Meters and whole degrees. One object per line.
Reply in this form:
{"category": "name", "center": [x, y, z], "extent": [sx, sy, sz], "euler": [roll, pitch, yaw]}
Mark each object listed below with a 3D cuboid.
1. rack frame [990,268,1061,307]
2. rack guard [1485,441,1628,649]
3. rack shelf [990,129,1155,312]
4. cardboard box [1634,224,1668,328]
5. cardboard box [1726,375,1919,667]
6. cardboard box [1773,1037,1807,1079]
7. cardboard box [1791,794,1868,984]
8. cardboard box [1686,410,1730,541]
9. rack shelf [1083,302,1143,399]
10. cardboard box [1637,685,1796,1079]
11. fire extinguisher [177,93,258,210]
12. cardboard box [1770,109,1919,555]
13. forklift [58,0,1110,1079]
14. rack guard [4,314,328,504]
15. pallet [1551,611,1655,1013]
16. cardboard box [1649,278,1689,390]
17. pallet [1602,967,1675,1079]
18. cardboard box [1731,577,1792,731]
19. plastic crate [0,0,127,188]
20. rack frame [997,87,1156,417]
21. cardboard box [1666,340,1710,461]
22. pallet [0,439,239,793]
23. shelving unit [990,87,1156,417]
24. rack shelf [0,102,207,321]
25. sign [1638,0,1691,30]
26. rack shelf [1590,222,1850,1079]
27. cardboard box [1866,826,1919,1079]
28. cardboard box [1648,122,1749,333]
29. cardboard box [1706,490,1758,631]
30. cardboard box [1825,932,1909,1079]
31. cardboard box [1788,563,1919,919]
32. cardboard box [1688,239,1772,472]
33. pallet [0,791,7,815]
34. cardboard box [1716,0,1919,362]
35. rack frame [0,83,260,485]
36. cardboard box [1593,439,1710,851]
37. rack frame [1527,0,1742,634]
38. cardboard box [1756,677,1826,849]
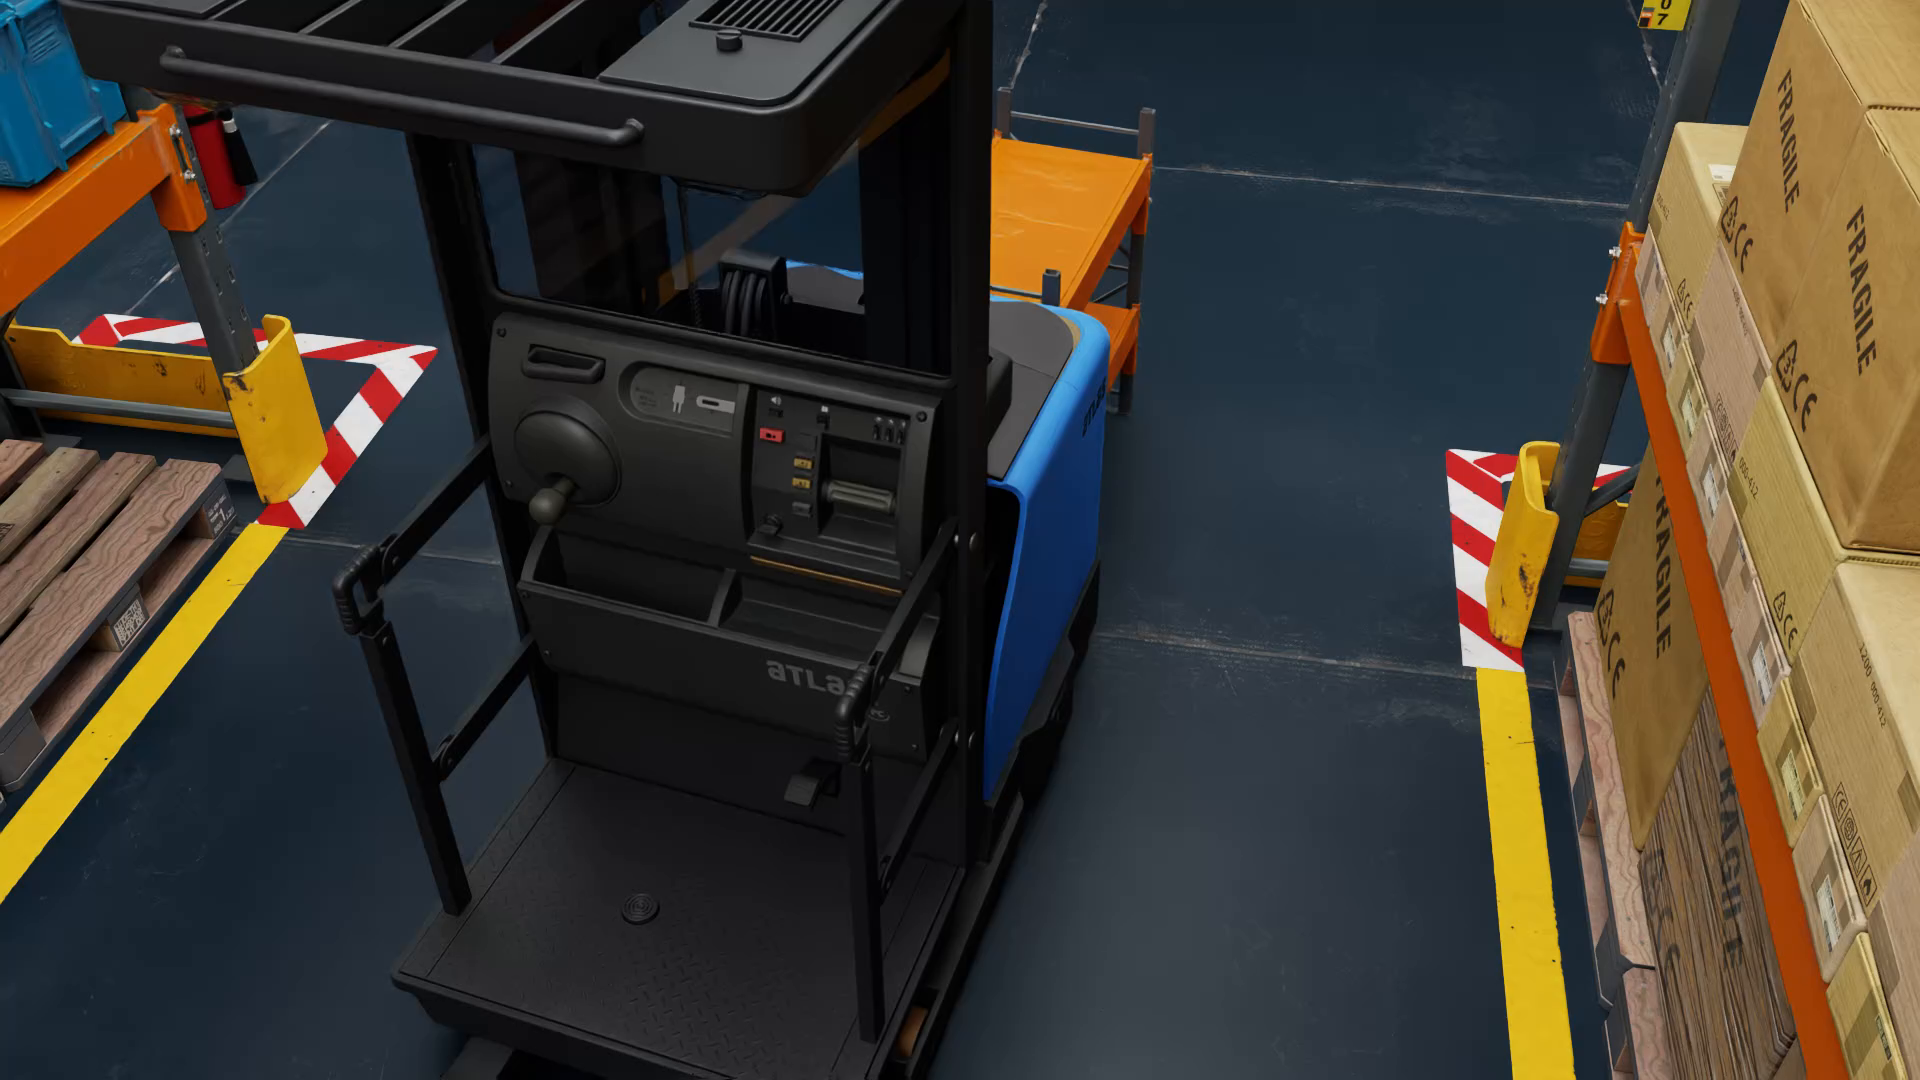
{"category": "rack frame", "center": [0.023, -0.312, 4.744], "extent": [0.500, 1.125, 0.032], "euler": [12, 41, 15]}
{"category": "rack guard", "center": [2.165, 0.072, 4.770], "extent": [1.175, 0.500, 0.348], "euler": [6, 40, 8]}
{"category": "rack shelf", "center": [0.190, -0.843, 4.928], "extent": [0.538, 0.278, 1.000], "euler": [12, 41, 15]}
{"category": "cardboard box", "center": [1.774, -0.593, 3.810], "extent": [0.380, 0.149, 0.250], "euler": [7, 40, 8]}
{"category": "cardboard box", "center": [1.638, -0.020, 2.804], "extent": [0.500, 0.250, 0.500], "euler": [5, 40, 6]}
{"category": "cardboard box", "center": [1.817, 1.321, 2.636], "extent": [0.875, 0.875, 0.875], "euler": [6, 40, 8]}
{"category": "cardboard box", "center": [1.466, 0.537, 2.443], "extent": [0.380, 0.149, 0.250], "euler": [7, 40, 8]}
{"category": "cardboard box", "center": [1.643, -0.107, 3.223], "extent": [0.380, 0.149, 0.250], "euler": [6, 40, 7]}
{"category": "rack shelf", "center": [0.190, -0.429, 5.270], "extent": [0.538, 0.278, 1.000], "euler": [12, 41, 15]}
{"category": "cardboard box", "center": [1.971, 0.763, 3.312], "extent": [0.875, 0.875, 0.875], "euler": [6, 40, 8]}
{"category": "fire extinguisher", "center": [-2.244, -1.293, 4.813], "extent": [0.296, 0.674, 0.183], "euler": [6, 40, 8]}
{"category": "cardboard box", "center": [1.641, -0.311, 2.568], "extent": [0.500, 0.500, 0.500], "euler": [5, 40, 6]}
{"category": "forklift", "center": [-0.562, -0.095, 3.064], "extent": [1.130, 2.935, 3.031], "euler": [12, 41, 15]}
{"category": "rack guard", "center": [-2.726, -0.475, 5.433], "extent": [1.175, 0.500, 0.348], "euler": [6, 40, 8]}
{"category": "pallet", "center": [2.099, 0.709, 4.227], "extent": [1.003, 0.211, 1.213], "euler": [6, 40, 8]}
{"category": "cardboard box", "center": [1.731, -0.432, 3.615], "extent": [0.380, 0.149, 0.250], "euler": [6, 40, 7]}
{"category": "pallet", "center": [1.886, 1.472, 3.303], "extent": [1.003, 0.211, 1.213], "euler": [6, 40, 8]}
{"category": "cardboard box", "center": [1.554, 0.214, 2.834], "extent": [0.380, 0.149, 0.250], "euler": [6, 40, 7]}
{"category": "plastic crate", "center": [-2.592, -1.228, 4.307], "extent": [0.616, 0.435, 0.499], "euler": [6, 40, 8]}
{"category": "rack frame", "center": [0.357, -0.924, 5.484], "extent": [0.500, 1.125, 0.032], "euler": [12, 41, 15]}
{"category": "cardboard box", "center": [1.687, -0.271, 3.421], "extent": [0.380, 0.149, 0.250], "euler": [6, 40, 7]}
{"category": "pallet", "center": [-2.899, 0.166, 4.884], "extent": [1.003, 0.211, 1.213], "euler": [6, 40, 8]}
{"category": "shelving unit", "center": [0.190, -0.618, 5.114], "extent": [0.538, 1.125, 1.048], "euler": [12, 41, 15]}
{"category": "rack shelf", "center": [-3.064, 0.110, 3.327], "extent": [1.077, 0.370, 4.000], "euler": [6, 40, 8]}
{"category": "sign", "center": [1.615, -1.305, 3.733], "extent": [0.100, 0.325, 0.005], "euler": [6, 40, 8]}
{"category": "rack shelf", "center": [1.815, 0.656, 2.667], "extent": [1.077, 0.370, 4.000], "euler": [6, 40, 8]}
{"category": "cardboard box", "center": [1.462, 0.626, 2.023], "extent": [0.500, 0.250, 0.500], "euler": [7, 40, 9]}
{"category": "cardboard box", "center": [1.812, -0.661, 3.580], "extent": [0.500, 0.250, 0.500], "euler": [5, 40, 6]}
{"category": "cardboard box", "center": [1.598, 0.052, 3.030], "extent": [0.380, 0.149, 0.250], "euler": [6, 40, 7]}
{"category": "cardboard box", "center": [1.421, 0.697, 2.250], "extent": [0.380, 0.149, 0.250], "euler": [6, 40, 7]}
{"category": "cardboard box", "center": [1.553, 0.308, 2.407], "extent": [0.500, 0.250, 0.500], "euler": [6, 40, 7]}
{"category": "cardboard box", "center": [1.728, -0.334, 3.185], "extent": [0.500, 0.250, 0.500], "euler": [6, 40, 7]}
{"category": "pallet", "center": [-3.112, 0.929, 3.961], "extent": [1.003, 0.211, 1.213], "euler": [6, 40, 8]}
{"category": "cardboard box", "center": [1.725, -0.637, 2.962], "extent": [0.500, 0.500, 0.500], "euler": [5, 40, 7]}
{"category": "rack frame", "center": [-2.718, -1.422, 4.616], "extent": [1.000, 3.000, 0.127], "euler": [6, 40, 8]}
{"category": "cardboard box", "center": [2.129, 0.191, 4.002], "extent": [0.875, 0.875, 0.875], "euler": [6, 40, 8]}
{"category": "rack frame", "center": [2.161, -0.876, 3.956], "extent": [1.000, 3.000, 0.127], "euler": [6, 40, 8]}
{"category": "cardboard box", "center": [1.509, 0.373, 2.642], "extent": [0.380, 0.149, 0.250], "euler": [5, 40, 7]}
